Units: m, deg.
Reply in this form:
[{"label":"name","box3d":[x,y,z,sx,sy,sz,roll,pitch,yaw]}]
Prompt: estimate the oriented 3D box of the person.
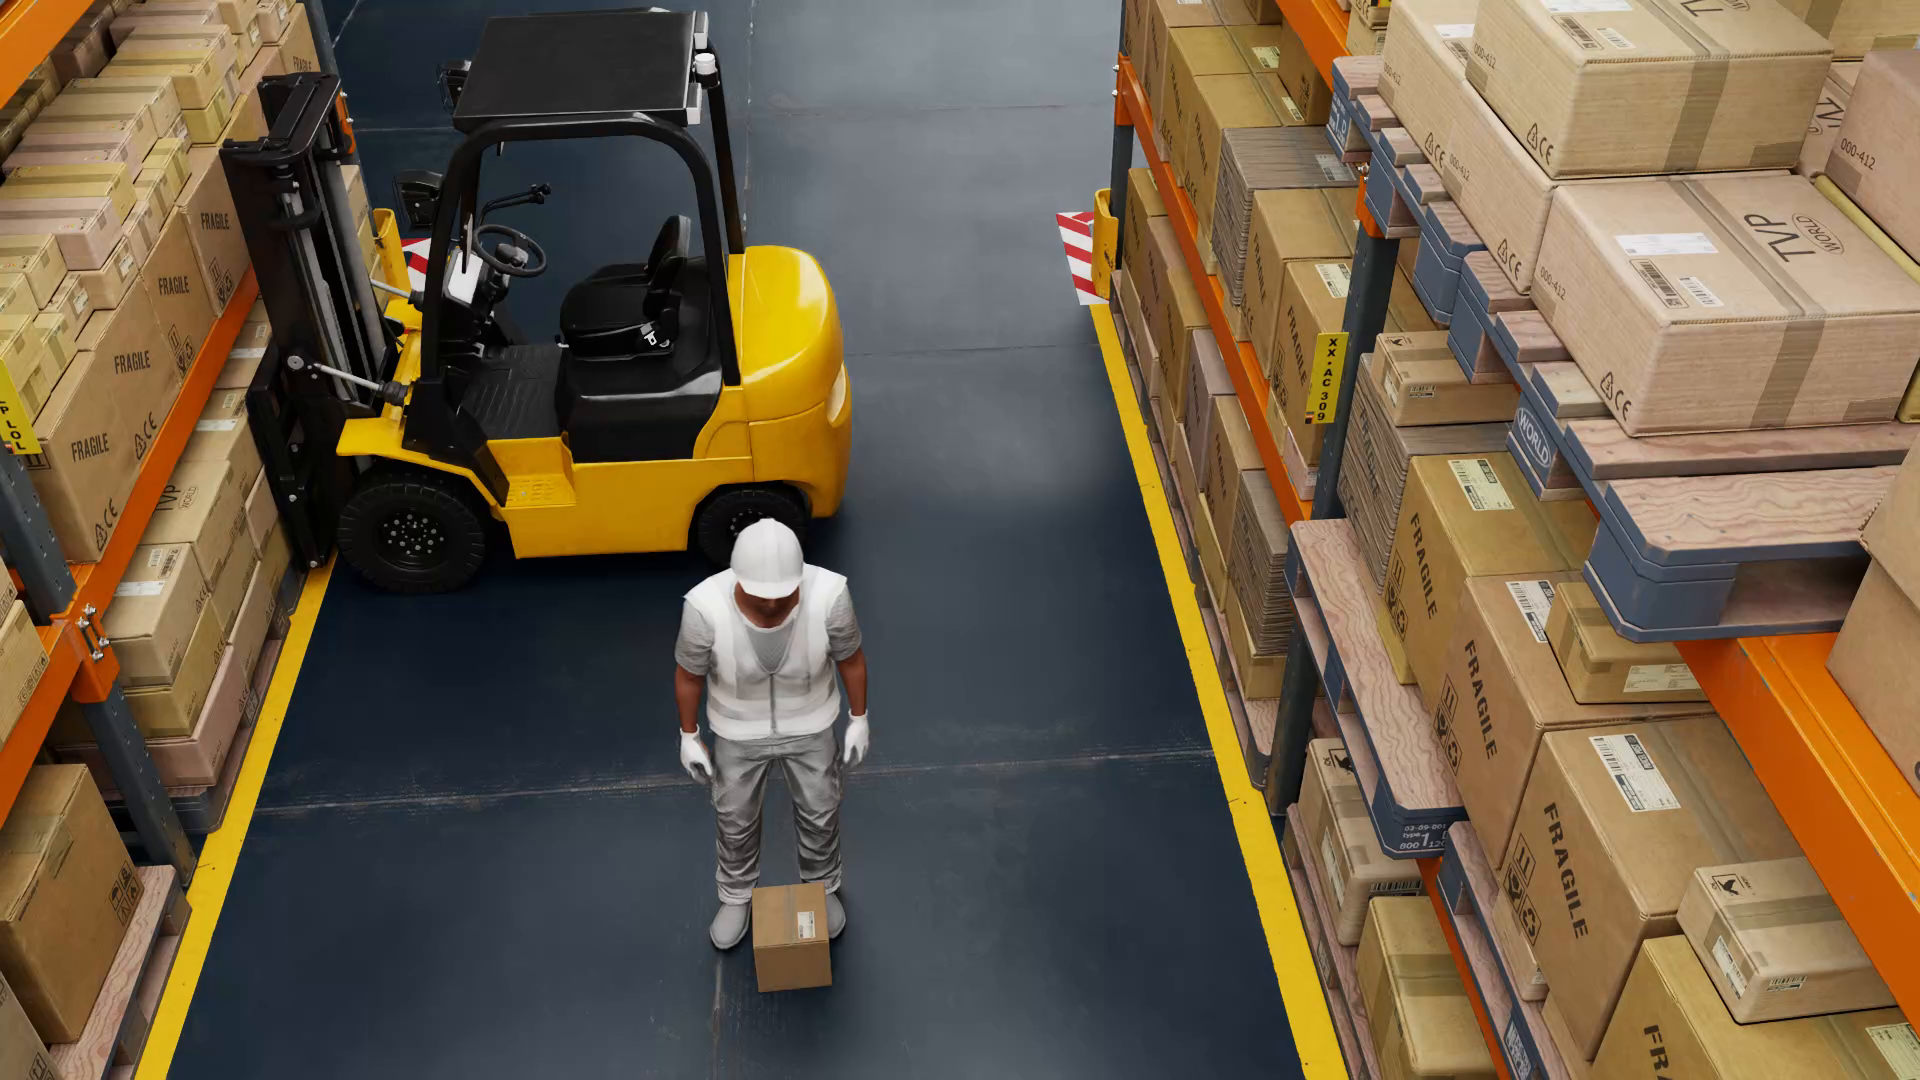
[{"label":"person","box3d":[-0.598,0.618,5.377,0.621,1.773,0.450,-5,39,-7]}]
